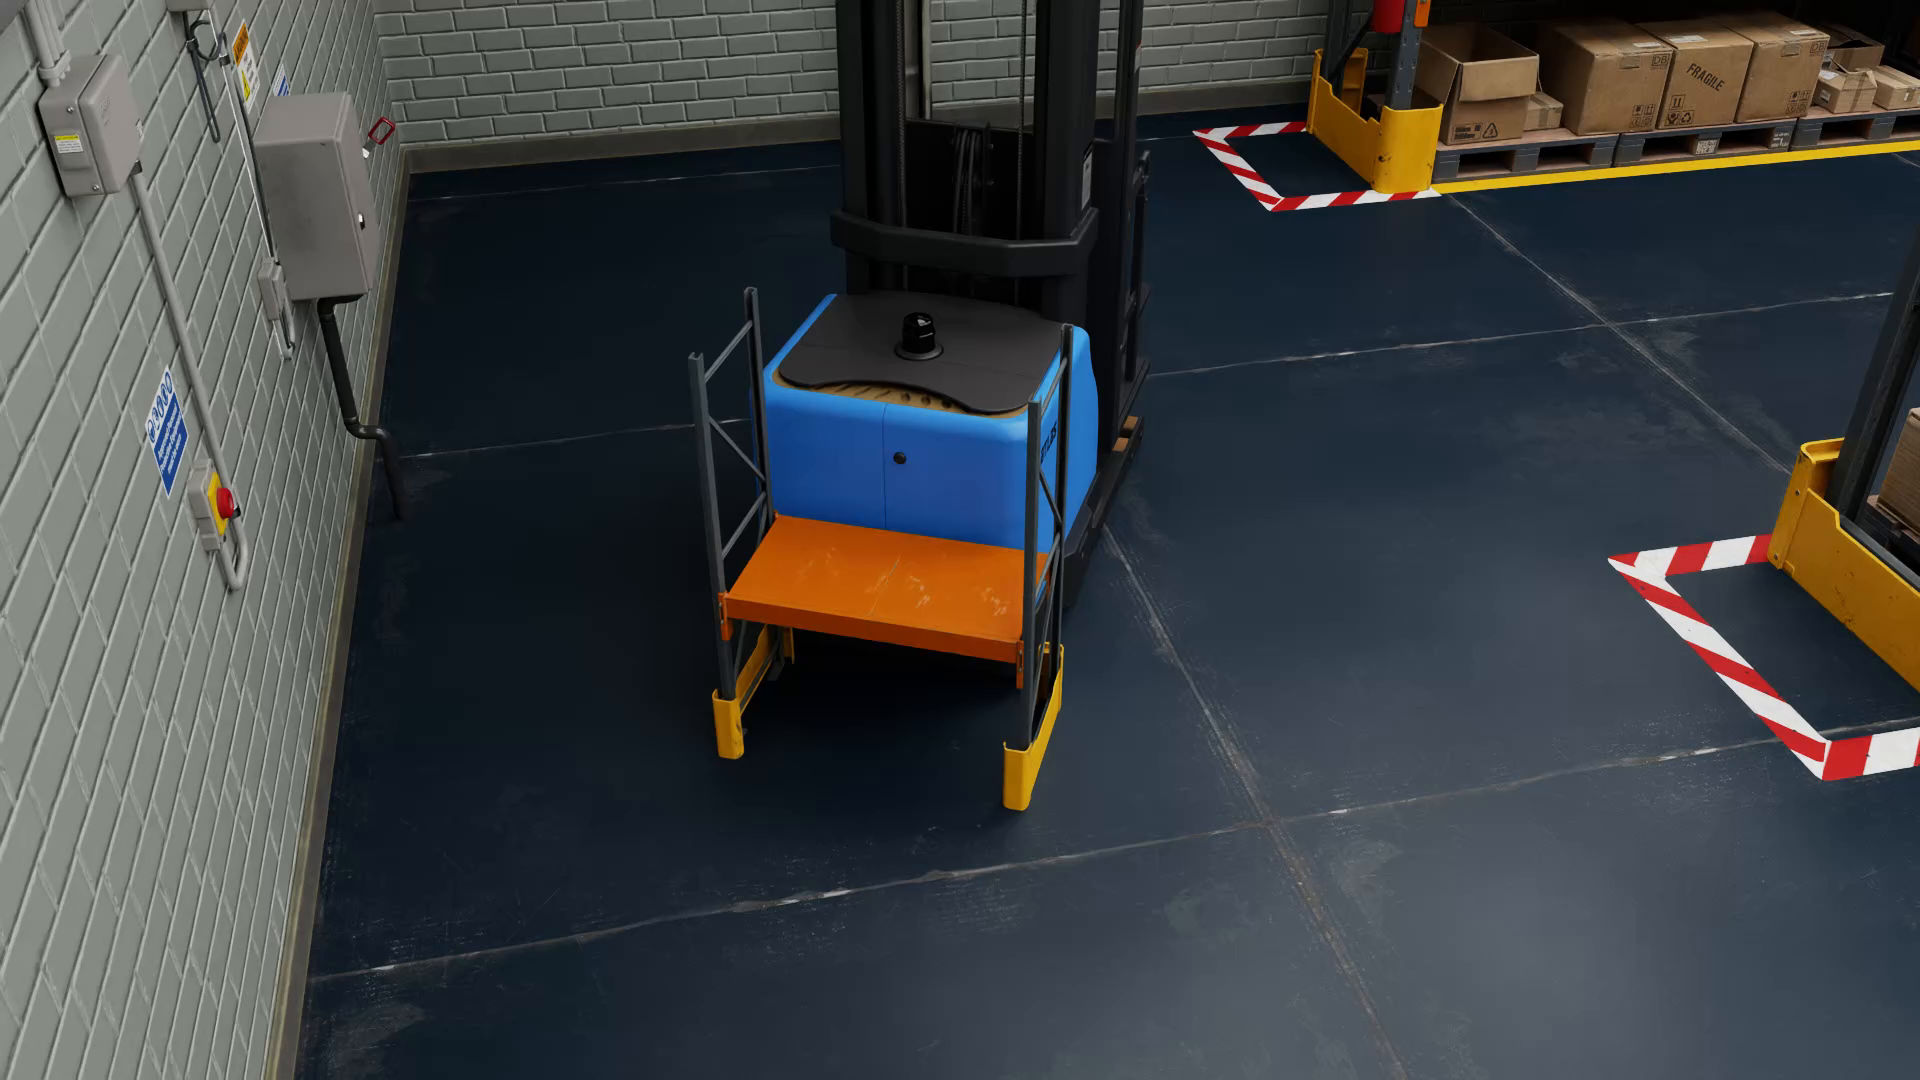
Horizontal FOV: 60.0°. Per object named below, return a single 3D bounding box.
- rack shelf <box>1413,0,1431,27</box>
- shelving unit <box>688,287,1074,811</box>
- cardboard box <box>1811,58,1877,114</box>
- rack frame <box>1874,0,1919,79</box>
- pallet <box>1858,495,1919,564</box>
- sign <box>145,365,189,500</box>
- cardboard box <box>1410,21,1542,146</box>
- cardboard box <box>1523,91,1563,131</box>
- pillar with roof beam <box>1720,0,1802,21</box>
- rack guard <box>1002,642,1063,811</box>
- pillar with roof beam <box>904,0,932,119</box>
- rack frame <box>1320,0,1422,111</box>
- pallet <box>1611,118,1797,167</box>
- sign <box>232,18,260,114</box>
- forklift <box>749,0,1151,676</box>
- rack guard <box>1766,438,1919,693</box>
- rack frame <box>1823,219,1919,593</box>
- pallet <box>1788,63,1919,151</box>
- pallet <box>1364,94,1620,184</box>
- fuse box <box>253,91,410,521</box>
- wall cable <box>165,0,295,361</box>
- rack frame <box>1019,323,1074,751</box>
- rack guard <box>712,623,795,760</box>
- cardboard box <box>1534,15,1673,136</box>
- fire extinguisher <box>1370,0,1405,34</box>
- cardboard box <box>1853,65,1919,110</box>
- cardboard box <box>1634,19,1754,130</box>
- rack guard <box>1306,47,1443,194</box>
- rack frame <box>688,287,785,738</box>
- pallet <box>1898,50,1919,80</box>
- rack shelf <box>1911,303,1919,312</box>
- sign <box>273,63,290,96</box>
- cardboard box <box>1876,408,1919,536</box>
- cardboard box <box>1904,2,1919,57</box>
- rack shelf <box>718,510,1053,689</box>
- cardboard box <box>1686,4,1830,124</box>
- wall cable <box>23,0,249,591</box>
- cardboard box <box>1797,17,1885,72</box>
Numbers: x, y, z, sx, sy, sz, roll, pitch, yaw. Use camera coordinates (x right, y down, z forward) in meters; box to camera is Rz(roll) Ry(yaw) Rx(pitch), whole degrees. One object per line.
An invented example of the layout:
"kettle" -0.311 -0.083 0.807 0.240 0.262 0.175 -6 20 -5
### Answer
"rack shelf" 4.381 -3.549 9.992 4.000 0.370 1.077 -7 35 -11
"shelving unit" -0.234 0.031 5.358 1.083 1.500 0.587 8 35 12
"cardboard box" 5.505 -2.860 10.397 0.258 0.266 0.396 -6 34 -9
"rack frame" 6.332 -4.093 10.158 0.127 3.000 1.000 -7 35 -11
"pallet" 4.292 0.113 6.393 1.213 0.211 1.003 -7 35 -11
"sign" -2.014 -0.277 4.228 0.001 0.218 0.327 -7 35 -11
"cardboard box" 3.048 -2.763 10.039 0.637 0.503 0.797 -9 35 -12
"cardboard box" 3.471 -2.647 10.184 0.250 0.149 0.380 -9 35 -12
"pillar with roof beam" 6.404 -4.649 5.602 0.400 9.000 9.100 -7 35 -11
"rack guard" 0.249 0.619 5.602 0.087 0.250 0.587 8 35 12
"pillar with roof beam" 0.552 -3.911 4.503 0.400 9.000 9.100 -7 35 -11
"rack frame" 2.431 -3.602 9.425 0.127 3.000 1.000 -7 35 -11
"pallet" 4.470 -2.700 10.584 1.213 0.211 1.003 -7 35 -11
"sign" -2.476 -1.646 5.769 0.001 0.242 0.339 -7 35 -11
"forklift" 0.181 -1.550 6.429 1.130 2.935 3.031 10 35 14
"rack guard" 3.506 0.136 6.098 0.348 0.500 1.175 -7 35 -11
"rack frame" 3.529 -0.904 5.406 0.127 3.000 1.000 -7 35 -11
"pallet" 5.662 -2.852 10.810 1.213 0.211 1.003 -7 35 -11
"pallet" 3.282 -2.552 10.363 1.213 0.211 1.003 -7 35 -11
"fuse box" -2.287 -0.823 6.441 0.414 1.711 0.539 -7 35 -11
"wall cable" -2.290 -1.390 5.217 0.122 1.984 0.588 -7 35 -11
"rack frame" 0.267 0.103 5.249 0.032 1.500 0.500 8 35 12
"rack guard" -0.715 0.479 5.811 0.087 0.250 0.587 8 35 12
"cardboard box" 3.890 -2.846 10.165 0.500 0.500 0.700 -6 34 -9
"fire extinguisher" 2.389 -3.145 9.149 0.183 0.674 0.296 -7 35 -11
"cardboard box" 5.853 -2.856 10.495 0.250 0.149 0.380 -8 35 -12
"cardboard box" 4.428 -2.856 10.181 0.500 0.500 0.500 -7 34 -10
"rack guard" 2.505 -2.573 10.136 0.348 0.500 1.175 -7 35 -11
"rack frame" -0.717 -0.040 5.462 0.032 1.500 0.500 8 35 12
"pallet" 7.117 -3.056 11.115 1.213 0.211 1.003 -7 35 -11
"rack shelf" 5.480 -0.852 5.973 4.000 0.370 1.077 -7 35 -11
"sign" -2.598 -1.562 6.471 0.001 0.494 0.329 -7 35 -11
"cardboard box" 4.151 -0.150 6.205 0.875 0.438 0.875 -8 35 -12
"cardboard box" 6.746 -3.451 11.067 0.500 0.500 0.500 -7 35 -11
"rack shelf" -0.225 0.181 5.456 1.000 0.185 0.538 8 35 12
"cardboard box" 4.903 -2.973 10.355 0.500 0.500 0.700 -8 35 -12
"wall cable" -1.965 -0.633 4.062 0.123 1.953 0.585 -7 35 -11
"cardboard box" 5.635 -3.199 10.861 0.500 0.311 0.500 -6 34 -9
